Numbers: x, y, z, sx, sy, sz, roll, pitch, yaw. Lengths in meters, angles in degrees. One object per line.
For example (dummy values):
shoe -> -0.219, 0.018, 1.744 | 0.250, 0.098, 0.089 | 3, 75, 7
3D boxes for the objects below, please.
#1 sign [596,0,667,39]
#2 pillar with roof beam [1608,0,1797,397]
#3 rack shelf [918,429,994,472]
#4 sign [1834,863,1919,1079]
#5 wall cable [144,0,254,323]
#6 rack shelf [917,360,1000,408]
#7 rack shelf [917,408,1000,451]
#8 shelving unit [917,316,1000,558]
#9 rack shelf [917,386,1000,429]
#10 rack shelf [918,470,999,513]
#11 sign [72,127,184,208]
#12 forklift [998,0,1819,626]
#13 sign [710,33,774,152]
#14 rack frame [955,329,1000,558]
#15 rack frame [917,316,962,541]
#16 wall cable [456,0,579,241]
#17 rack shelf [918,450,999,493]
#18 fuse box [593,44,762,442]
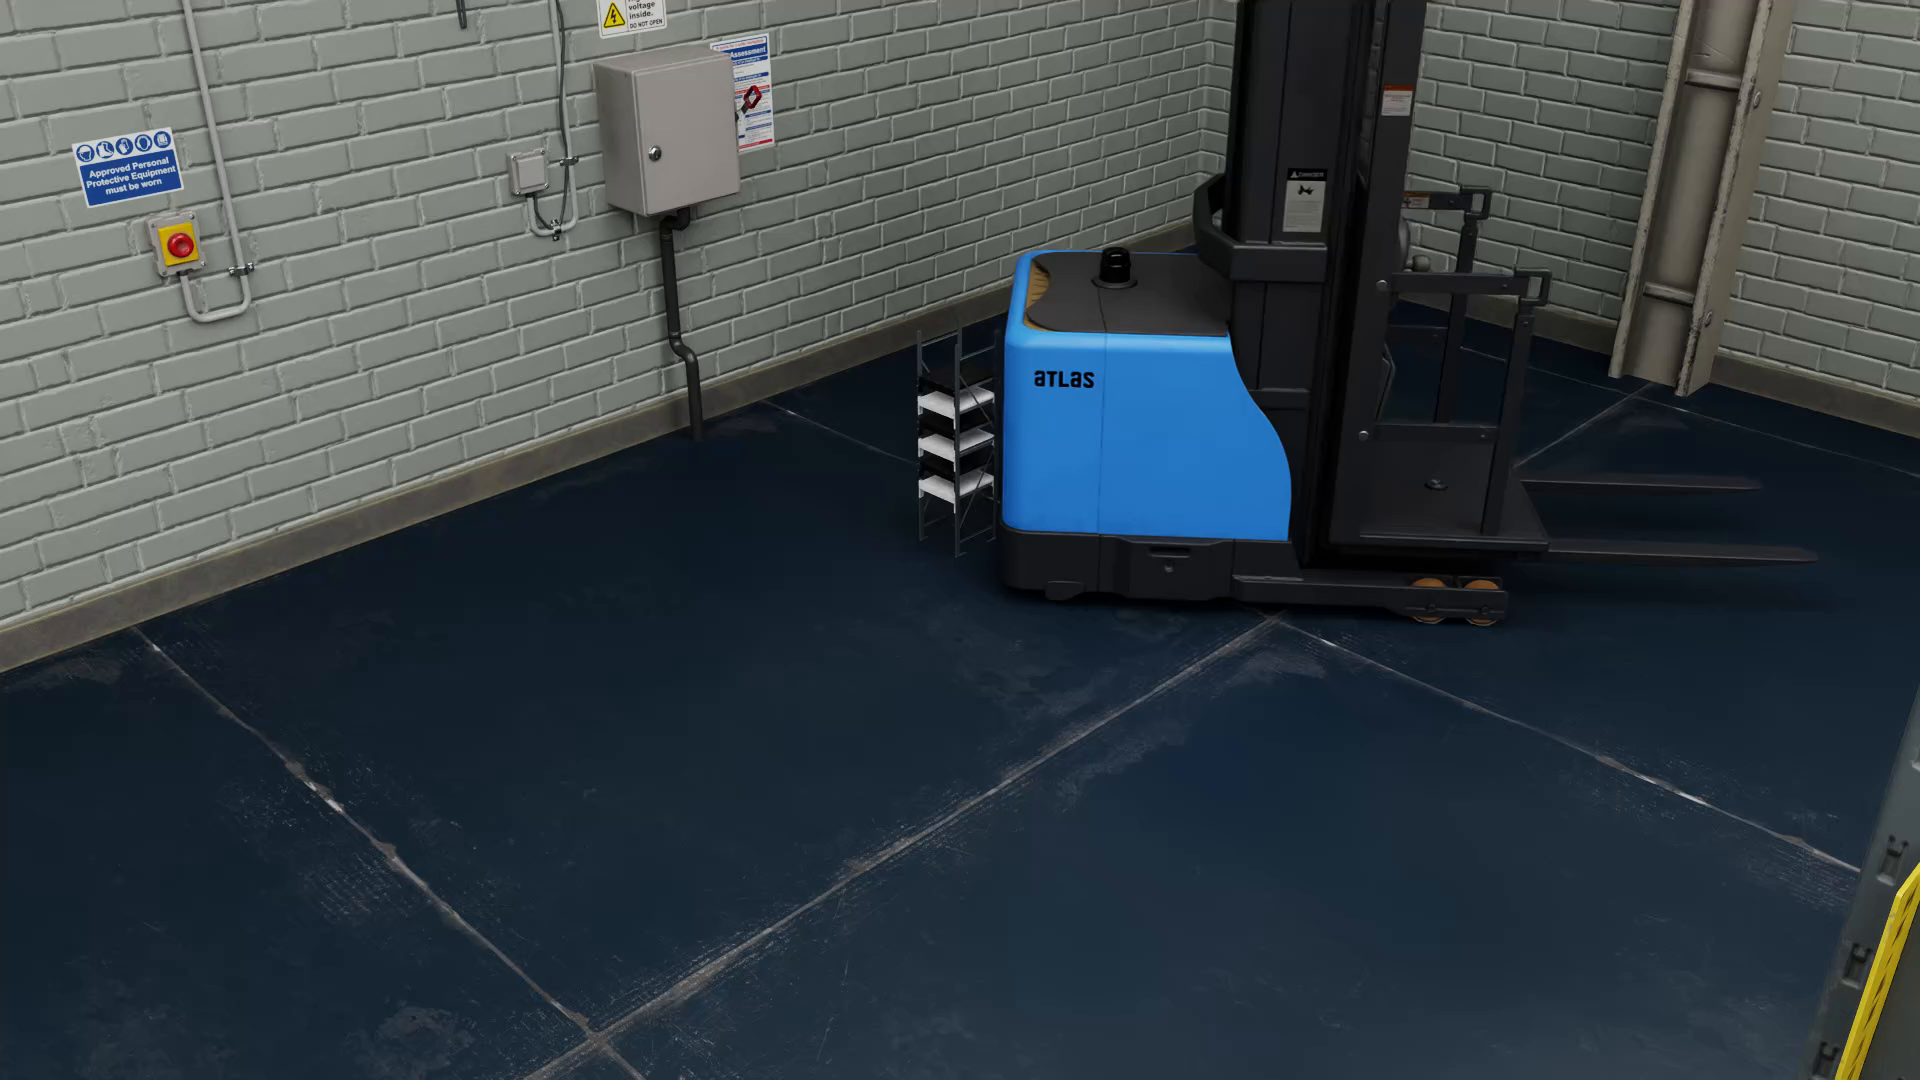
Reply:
sign -> -1.350, -2.205, 6.833 | 0.001, 0.242, 0.339 | 25, 36, 38
pillar with roof beam -> 0.465, -3.362, 3.475 | 0.400, 9.000, 9.100 | 25, 36, 38
rack shelf -> -0.006, -0.371, 6.561 | 0.200, 0.077, 0.258 | 25, 36, 38
sign -> 0.904, 0.456, 1.645 | 0.005, 0.325, 0.100 | 25, 36, 38
wall cable -> -2.740, -1.604, 5.452 | 0.123, 1.953, 0.585 | 25, 36, 38
rack shelf -> -0.006, -0.610, 6.435 | 0.200, 0.077, 0.258 | 25, 36, 38
rack shelf -> -0.006, -0.451, 6.519 | 0.200, 0.077, 0.258 | 25, 36, 38
shelving unit -> -0.006, -0.401, 6.546 | 0.210, 0.900, 0.258 | 25, 36, 38
rack shelf -> -0.006, -0.531, 6.477 | 0.200, 0.077, 0.258 | 25, 36, 38
rack shelf -> -0.006, -0.212, 6.645 | 0.200, 0.077, 0.258 | 25, 36, 38
sign -> -2.818, -1.264, 5.641 | 0.001, 0.218, 0.327 | 25, 36, 38
forklift -> 1.689, -1.238, 5.956 | 3.031, 2.935, 1.130 | 2, 28, 4
sign -> -0.965, -1.979, 7.394 | 0.001, 0.494, 0.329 | 25, 36, 38
rack frame -> 0.067, -0.368, 6.483 | 0.006, 0.900, 0.240 | 25, 36, 38
rack frame -> -0.078, -0.434, 6.609 | 0.006, 0.900, 0.240 | 25, 36, 38
wall cable -> -1.754, -2.065, 6.362 | 0.122, 1.984, 0.588 | 25, 36, 38
rack shelf -> -0.006, -0.292, 6.603 | 0.200, 0.077, 0.258 | 25, 36, 38
fuse box -> -1.163, -1.220, 7.231 | 0.414, 1.711, 0.539 | 25, 36, 38
